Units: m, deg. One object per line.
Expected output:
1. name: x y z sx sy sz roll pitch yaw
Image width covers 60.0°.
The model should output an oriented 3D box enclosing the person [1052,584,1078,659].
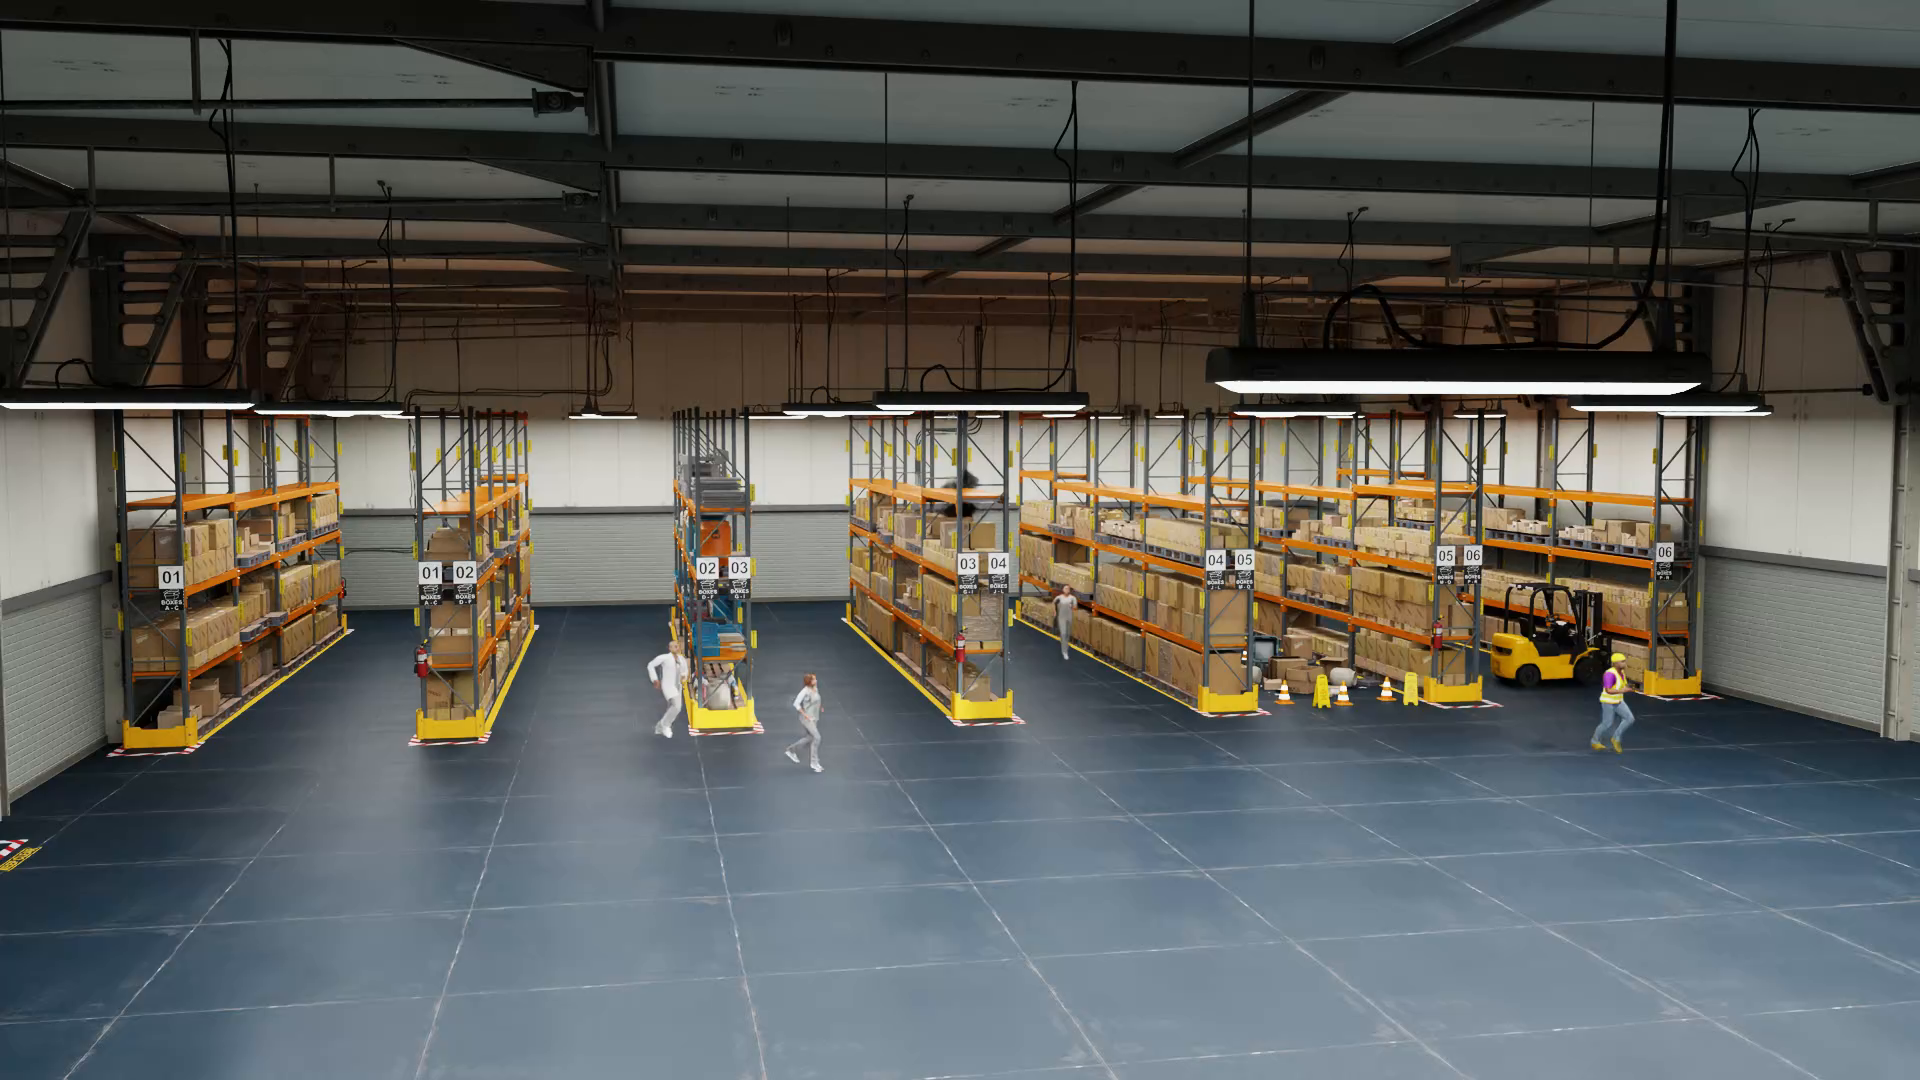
1. person: 2.443 1.855 38.347 0.553 1.685 0.851 -1 4 -10

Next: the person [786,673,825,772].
1. person: -2.537 2.987 27.380 0.717 1.628 0.564 2 4 21

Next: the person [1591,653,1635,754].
1. person: 11.261 2.806 28.642 0.733 1.748 0.804 -3 5 -41

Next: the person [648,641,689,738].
1. person: -5.232 2.745 30.181 0.682 1.644 0.717 3 5 34
